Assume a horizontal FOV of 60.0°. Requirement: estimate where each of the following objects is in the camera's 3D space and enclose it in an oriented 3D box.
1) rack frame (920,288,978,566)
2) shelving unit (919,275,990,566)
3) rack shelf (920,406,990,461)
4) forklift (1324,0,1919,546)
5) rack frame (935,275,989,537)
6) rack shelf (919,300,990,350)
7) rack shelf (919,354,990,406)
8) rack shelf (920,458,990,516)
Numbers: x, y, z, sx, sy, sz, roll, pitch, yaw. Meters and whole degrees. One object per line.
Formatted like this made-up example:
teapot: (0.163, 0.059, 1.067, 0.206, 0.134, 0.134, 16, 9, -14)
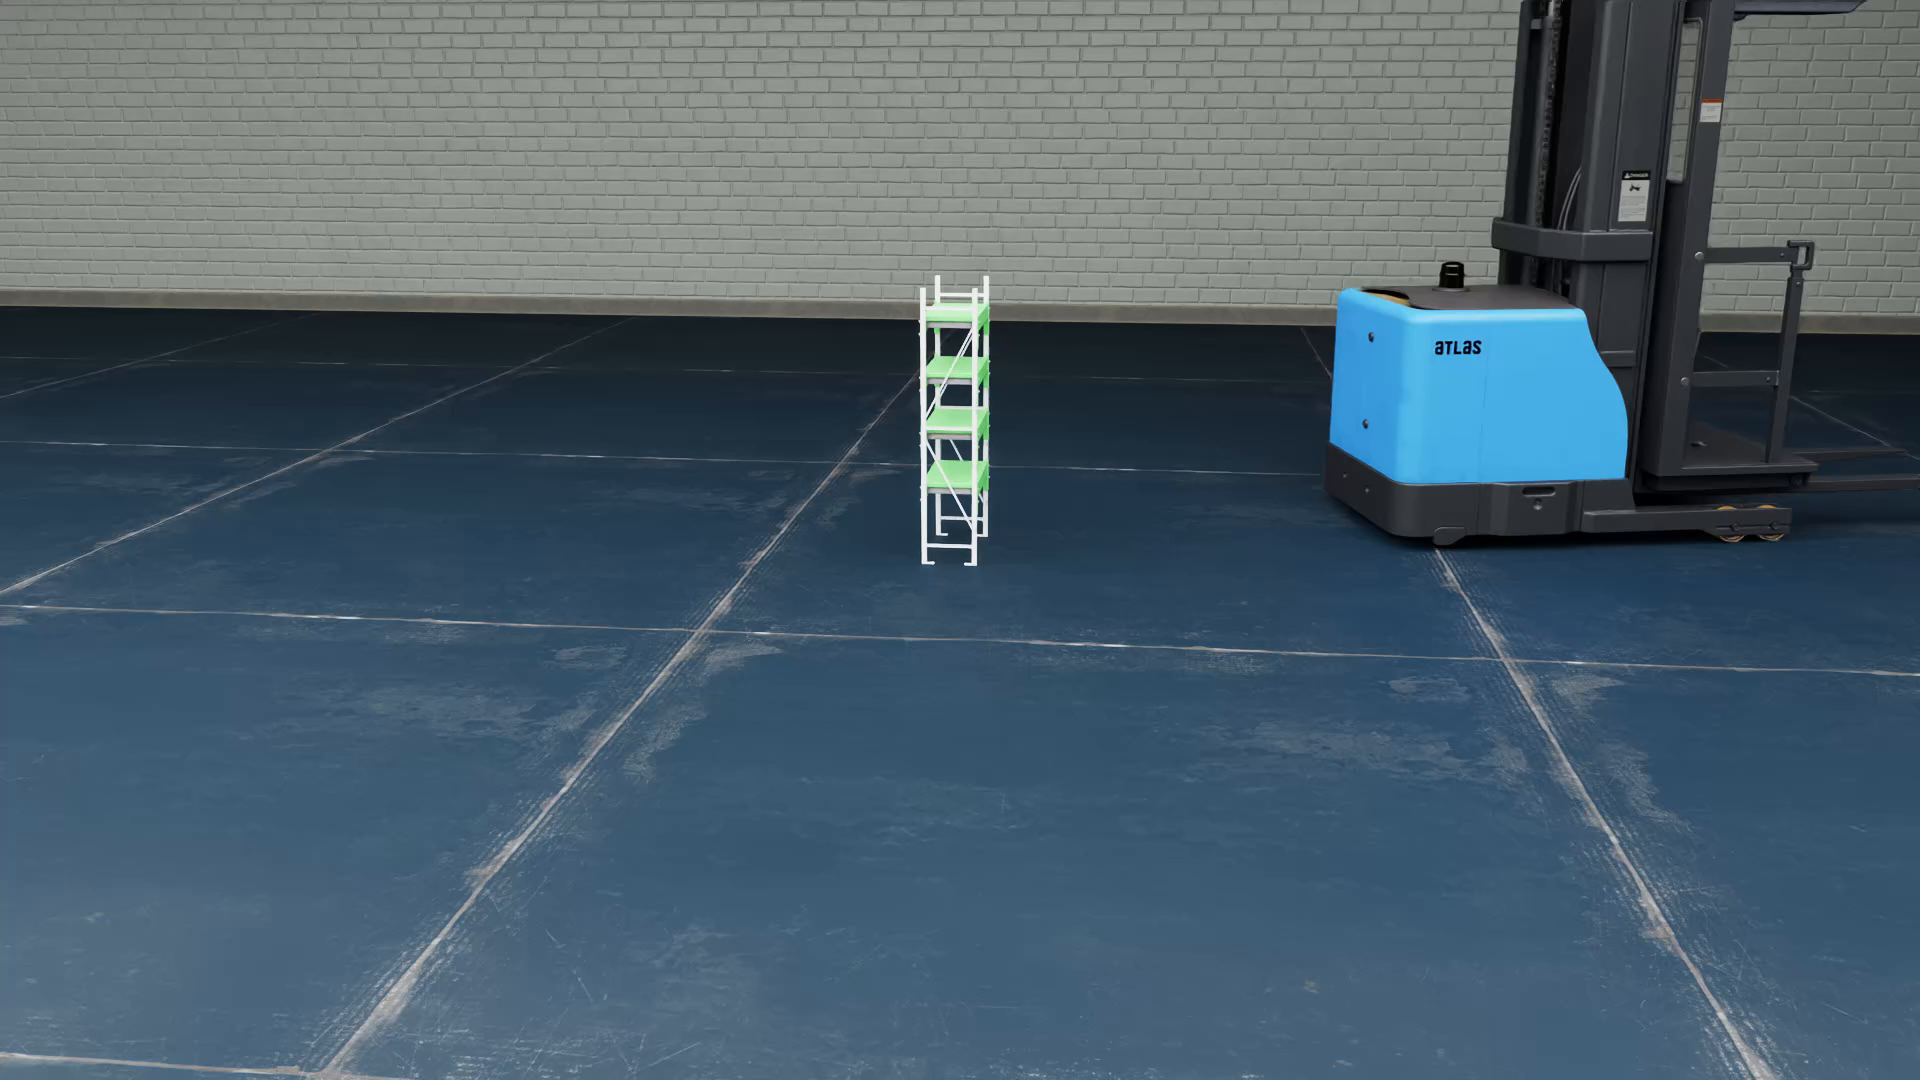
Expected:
rack frame: (-0.046, -0.473, 7.113, 0.240, 1.200, 0.015, 2, 15, 6)
shelving unit: (-0.019, -0.536, 7.347, 0.258, 1.200, 0.503, 2, 15, 6)
rack shelf: (-0.019, -0.475, 7.363, 0.258, 0.148, 0.480, 2, 15, 6)
forklift: (3.381, -1.538, 7.737, 3.031, 2.935, 1.130, -2, 15, -7)
rack frame: (0.009, -0.600, 7.581, 0.240, 1.200, 0.015, 2, 15, 6)
rack shelf: (-0.019, -0.938, 7.238, 0.258, 0.148, 0.480, 2, 15, 6)
rack shelf: (-0.019, -0.706, 7.301, 0.258, 0.148, 0.480, 2, 15, 6)
rack shelf: (-0.019, -0.243, 7.426, 0.258, 0.148, 0.480, 2, 15, 6)
